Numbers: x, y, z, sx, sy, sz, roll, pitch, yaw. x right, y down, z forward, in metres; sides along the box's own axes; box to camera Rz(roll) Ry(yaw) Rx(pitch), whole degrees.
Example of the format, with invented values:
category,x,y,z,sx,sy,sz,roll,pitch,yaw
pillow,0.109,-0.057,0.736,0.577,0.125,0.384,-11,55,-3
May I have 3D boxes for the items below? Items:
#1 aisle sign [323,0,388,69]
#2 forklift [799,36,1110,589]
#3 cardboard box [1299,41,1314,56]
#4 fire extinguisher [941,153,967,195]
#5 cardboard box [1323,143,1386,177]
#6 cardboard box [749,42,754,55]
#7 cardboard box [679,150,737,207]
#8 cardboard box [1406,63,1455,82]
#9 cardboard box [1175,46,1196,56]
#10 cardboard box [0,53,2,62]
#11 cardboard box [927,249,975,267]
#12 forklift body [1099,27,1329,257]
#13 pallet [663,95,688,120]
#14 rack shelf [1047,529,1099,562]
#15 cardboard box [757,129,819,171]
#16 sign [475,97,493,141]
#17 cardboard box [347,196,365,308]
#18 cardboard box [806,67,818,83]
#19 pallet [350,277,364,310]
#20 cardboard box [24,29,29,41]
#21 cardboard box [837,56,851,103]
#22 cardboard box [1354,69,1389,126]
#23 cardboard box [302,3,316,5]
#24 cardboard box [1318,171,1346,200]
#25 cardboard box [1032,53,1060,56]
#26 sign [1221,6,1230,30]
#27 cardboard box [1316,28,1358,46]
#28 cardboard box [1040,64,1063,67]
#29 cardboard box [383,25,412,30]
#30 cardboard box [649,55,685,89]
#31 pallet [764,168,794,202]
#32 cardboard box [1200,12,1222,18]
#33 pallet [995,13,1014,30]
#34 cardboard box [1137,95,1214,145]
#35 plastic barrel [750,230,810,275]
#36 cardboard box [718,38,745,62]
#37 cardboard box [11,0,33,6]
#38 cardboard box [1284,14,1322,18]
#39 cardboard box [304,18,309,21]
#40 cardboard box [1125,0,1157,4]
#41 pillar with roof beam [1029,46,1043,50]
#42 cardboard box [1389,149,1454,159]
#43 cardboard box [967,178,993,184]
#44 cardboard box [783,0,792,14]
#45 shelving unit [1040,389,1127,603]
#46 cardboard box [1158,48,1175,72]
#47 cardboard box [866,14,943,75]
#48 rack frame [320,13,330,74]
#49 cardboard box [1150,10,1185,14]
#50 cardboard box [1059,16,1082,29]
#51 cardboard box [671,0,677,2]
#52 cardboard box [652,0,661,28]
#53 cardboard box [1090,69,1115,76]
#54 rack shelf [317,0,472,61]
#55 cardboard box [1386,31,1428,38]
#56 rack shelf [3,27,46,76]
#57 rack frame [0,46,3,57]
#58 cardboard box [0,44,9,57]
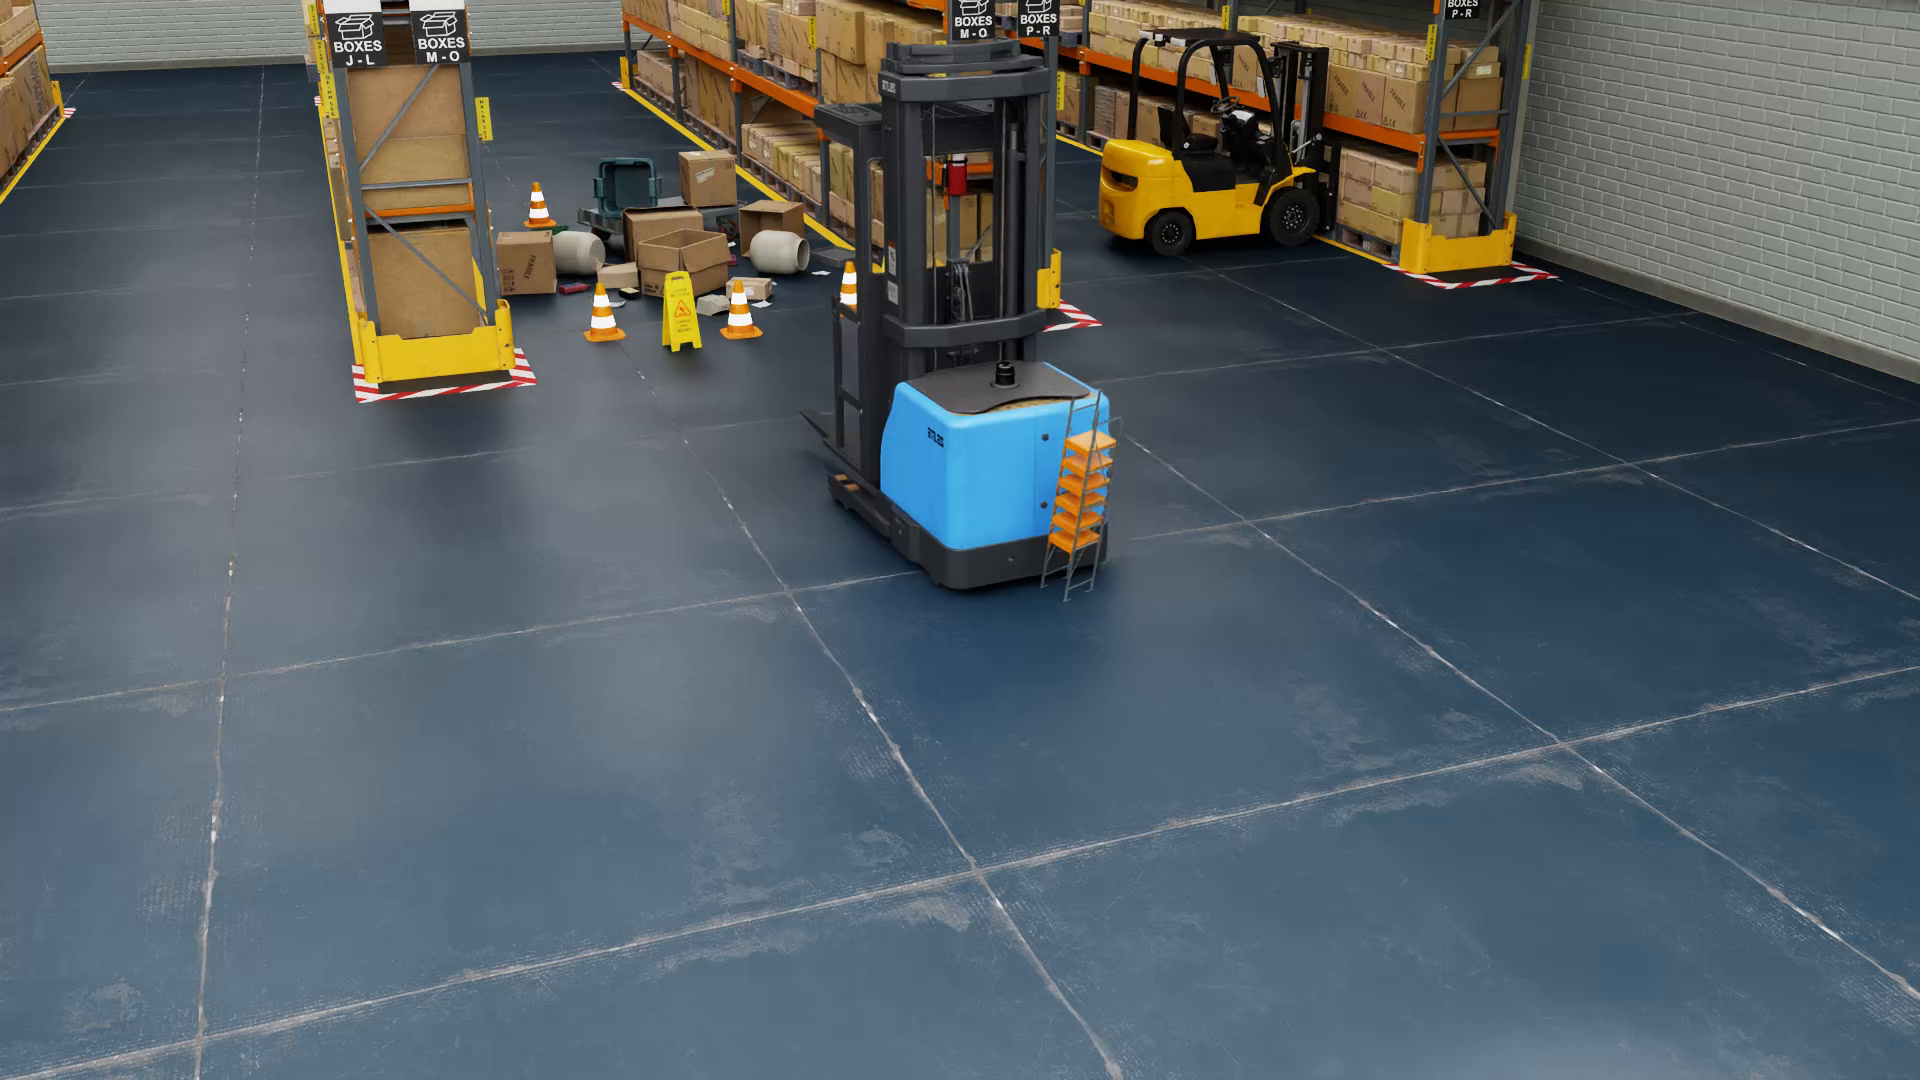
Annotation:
category,x,y,z,sx,sy,sz,roll,pitch,yaw
aisle sign,-4.487,-3.902,12.298,0.394,0.787,0.004,-8,24,-19
forklift,-0.212,-1.610,10.297,1.130,2.935,3.031,-10,25,-23
cardboard box,3.885,-5.346,18.109,0.380,0.149,0.250,-9,25,-21
fire extinguisher,-0.027,-3.346,14.427,0.296,0.674,0.183,-8,24,-19
cardboard box,4.178,-4.047,17.703,0.500,0.250,0.500,-8,24,-18
cardboard box,-2.400,-6.114,20.678,0.380,0.149,0.250,-10,25,-22
cardboard box,-2.704,-3.882,17.842,0.500,0.500,0.500,-8,24,-19
cardboard box,4.621,-4.602,16.342,0.380,0.149,0.250,-8,24,-18
cardboard box,2.992,-6.113,20.441,0.500,0.250,0.500,-9,24,-20
cardboard box,-12.726,-6.401,21.445,0.500,0.500,0.500,-8,24,-19
cardboard box,-0.182,-2.679,15.743,0.500,0.250,0.500,-8,24,-19
forklift body,2.629,-4.217,17.485,2.313,2.155,1.214,-8,24,-19
pallet,-4.071,-6.849,26.228,1.003,0.211,1.213,-8,24,-19
rack shelf,0.646,0.011,9.381,0.258,0.103,0.180,-21,40,-40
cardboard box,-2.004,-4.902,20.862,0.950,0.372,0.625,-9,24,-20
sign,-3.710,-3.280,12.954,0.100,0.325,0.005,-8,24,-19
cardboard box,-4.846,-2.542,14.614,0.875,0.875,0.875,-9,24,-20
cardboard box,-1.489,-5.167,18.429,0.380,0.149,0.250,-8,24,-18
pallet,-5.014,-2.208,15.217,1.003,0.211,1.213,-8,24,-19
cardboard box,-13.671,-7.275,23.973,0.380,0.149,0.250,-8,24,-19
cardboard box,-0.956,-4.746,17.136,0.500,0.500,0.500,-8,24,-19
cardboard box,4.412,-4.548,17.049,0.500,0.500,0.500,-8,24,-17
cardboard box,-8.570,-7.083,22.209,0.380,0.149,0.250,-8,24,-19
cardboard box,4.172,-3.828,17.827,0.500,0.250,0.500,-9,24,-20
cardboard box,1.358,-7.594,26.247,0.380,0.149,0.250,-8,24,-18
sign,3.089,-6.041,19.333,0.100,0.325,0.005,-8,24,-19
cardboard box,4.062,-5.403,17.859,0.380,0.149,0.250,-8,24,-19
cardboard box,1.326,-7.047,24.949,0.380,0.149,0.250,-10,25,-22
cardboard box,-5.243,-4.468,15.406,0.875,0.550,0.550,-8,24,-19
cardboard box,-4.631,-7.756,27.547,0.875,0.438,0.875,-8,24,-18
pallet,-1.761,-4.382,20.374,1.003,0.211,1.213,-8,24,-19
cardboard box,3.268,-6.595,21.071,0.380,0.149,0.250,-9,24,-19
pallet,0.947,-8.135,25.937,1.003,0.211,1.213,-8,24,-19
cardboard box,2.864,-5.466,21.872,0.875,0.625,0.625,-9,25,-21
plastic barrel,-1.782,-2.842,16.448,0.512,0.421,0.421,8,24,18
cardboard box,-2.884,-6.472,21.937,0.500,0.250,0.500,-9,25,-21
cardboard box,-14.142,-8.213,24.719,0.500,0.500,0.500,-8,24,-18
cardboard box,3.988,-6.030,19.348,0.380,0.149,0.250,-8,24,-19
cardboard box,-7.839,-6.331,20.426,0.380,0.149,0.250,-8,24,-17
cardboard box,2.484,-7.330,22.816,0.380,0.149,0.250,-8,24,-17
pillar with roof beam,-2.663,-11.080,24.951,9.100,9.000,0.400,-8,24,-19
cardboard box,4.833,-3.938,17.443,0.500,0.250,0.500,-8,24,-19
cardboard box,0.140,-3.288,16.222,0.500,0.500,0.500,-9,25,-21
cardboard box,-1.798,-6.097,18.967,0.380,0.149,0.250,-9,25,-21
shelving unit,0.679,-0.234,9.241,0.258,1.200,0.189,-21,40,-40
cardboard box,2.841,-6.067,20.976,0.500,0.250,0.500,-8,24,-19
cardboard box,-0.469,-4.642,15.603,0.700,0.500,0.500,-9,24,-20
rack frame,-5.645,-4.224,16.410,1.000,3.000,0.127,-8,24,-19
cardboard box,2.665,-6.716,21.358,0.380,0.149,0.250,-8,24,-19
cardboard box,1.589,-7.340,23.584,0.380,0.149,0.250,-8,24,-18
cardboard box,-3.989,-8.154,24.319,0.500,0.500,0.500,-8,24,-18
cardboard box,-4.465,-8.213,25.744,0.500,0.500,0.500,-9,24,-20
cardboard box,2.056,-6.828,24.431,0.380,0.149,0.250,-8,24,-18
rack shelf,-4.938,-4.548,14.243,1.077,0.370,4.000,-8,24,-19
cardboard box,4.729,-5.289,17.590,0.380,0.149,0.250,-9,24,-20
rack shelf,-13.853,-6.882,23.643,1.077,0.370,4.000,-8,24,-19
rack frame,-13.147,-6.487,21.779,1.000,3.000,0.127,-8,24,-19
cardboard box,-12.940,-6.524,22.191,0.380,0.149,0.250,-8,24,-19
